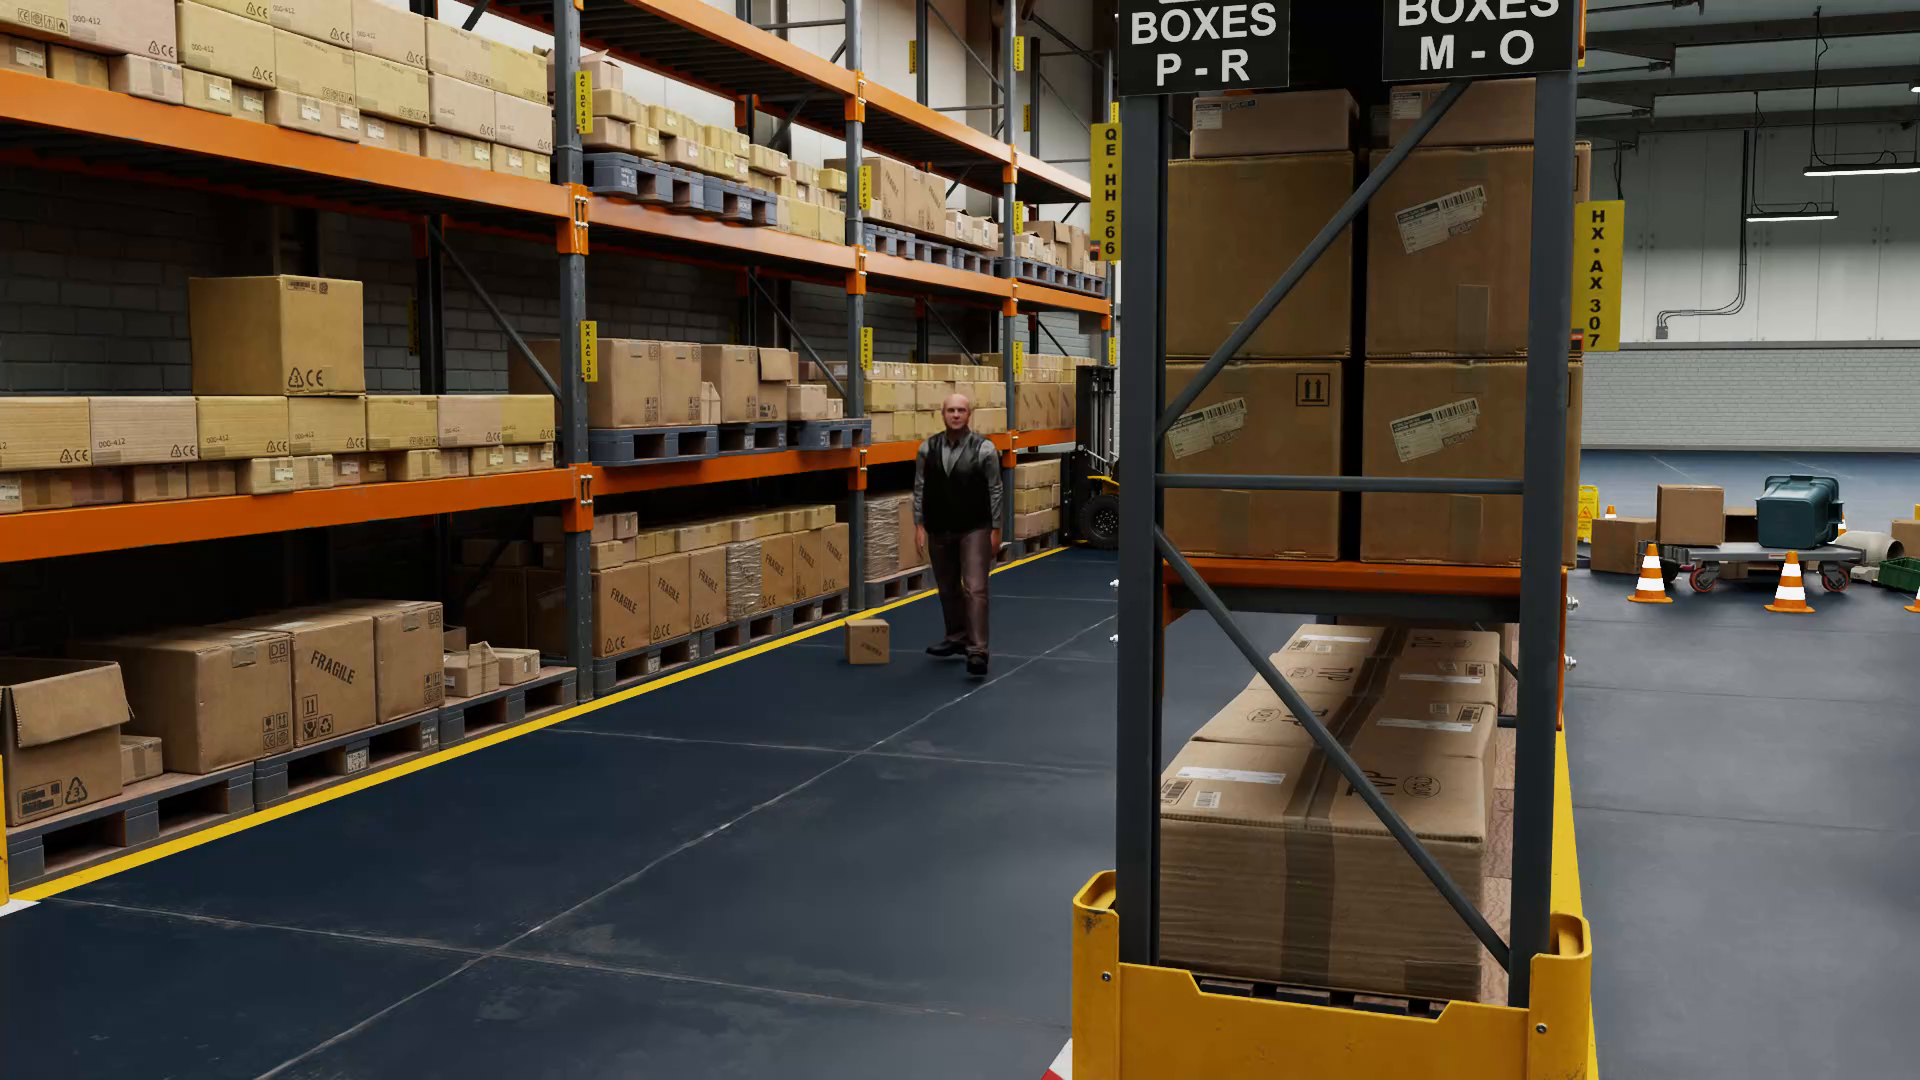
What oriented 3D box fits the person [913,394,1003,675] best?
[{"bbox_3d":[-0.010,-0.047,10.171,0.621,1.686,0.900,2,6,21],"label":"person"}]
